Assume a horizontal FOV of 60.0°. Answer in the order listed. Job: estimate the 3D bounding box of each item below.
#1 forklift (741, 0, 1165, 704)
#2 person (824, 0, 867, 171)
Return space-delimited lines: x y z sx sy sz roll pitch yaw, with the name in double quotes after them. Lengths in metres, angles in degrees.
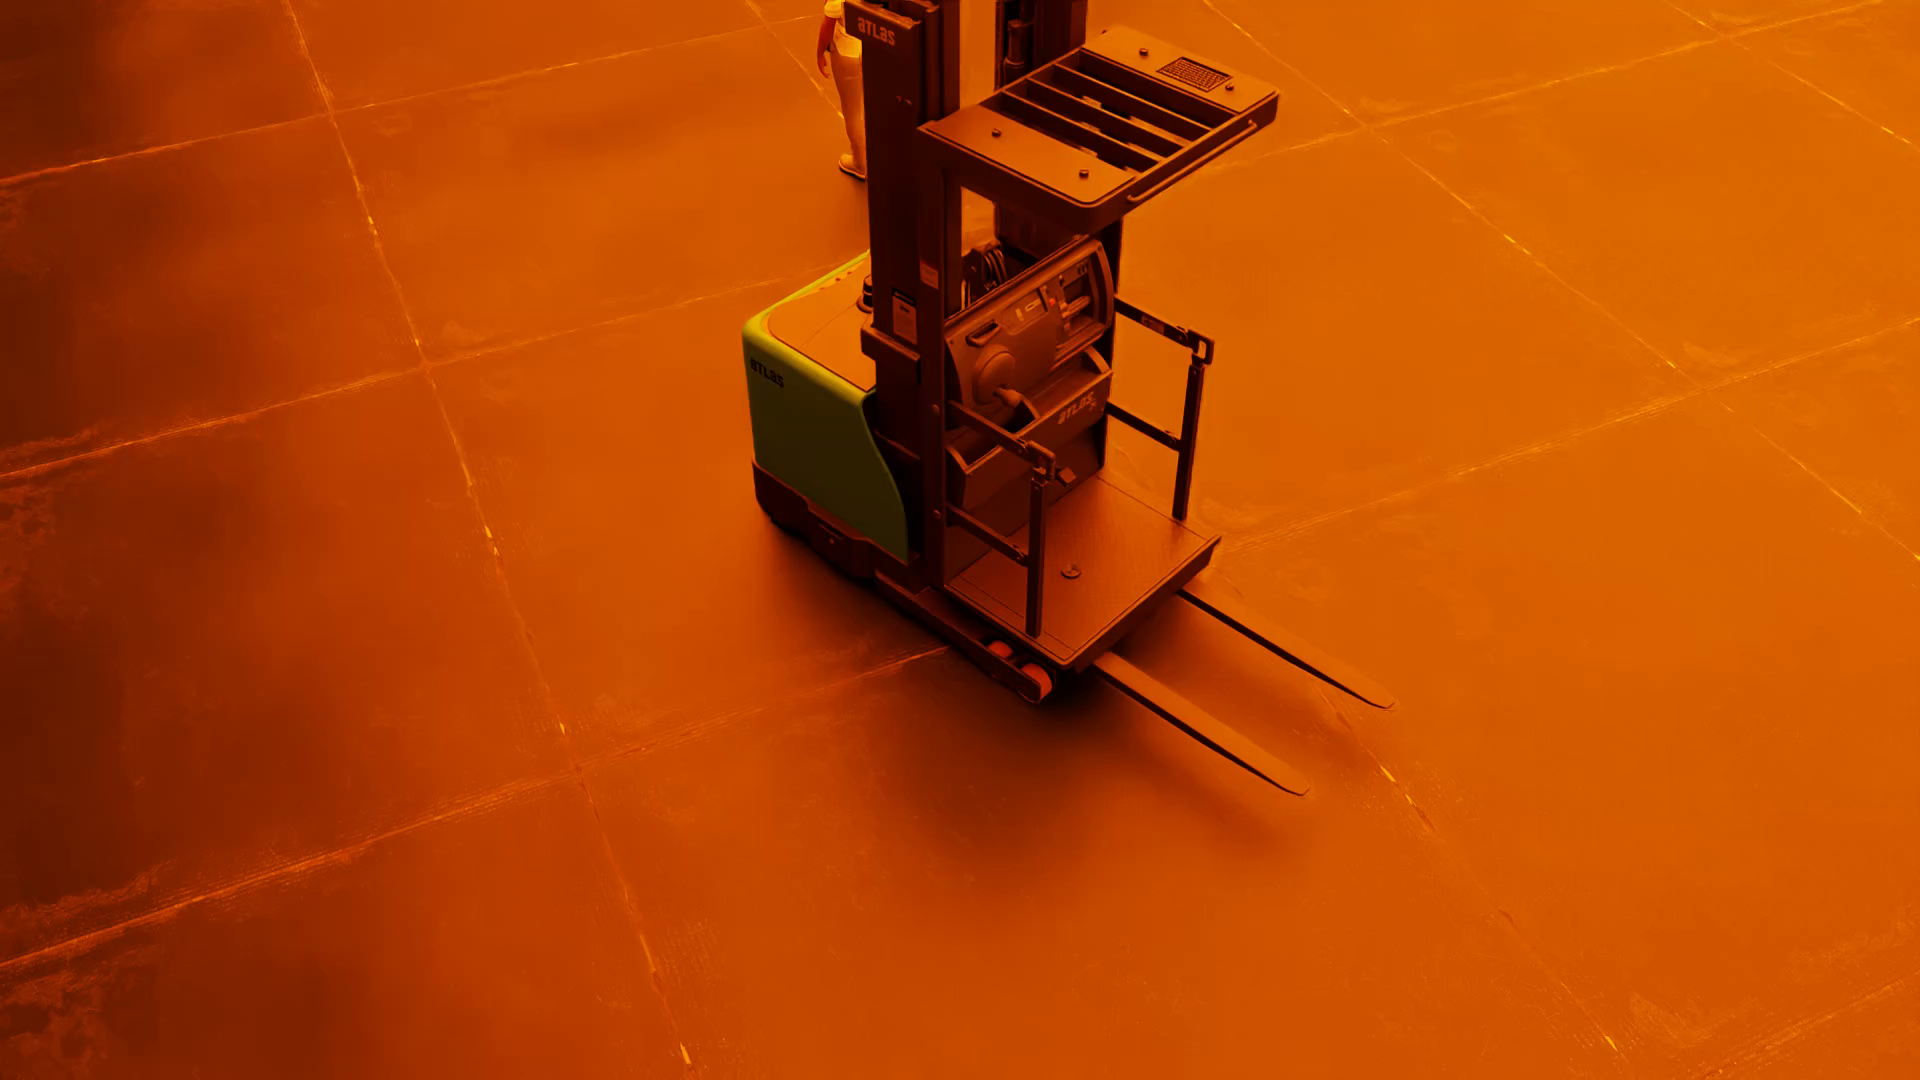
0.445 -0.788 6.525 3.031 2.935 1.130 32 52 30 "forklift"
-0.571 -2.889 9.623 0.511 1.631 0.393 -23 48 -22 "person"
